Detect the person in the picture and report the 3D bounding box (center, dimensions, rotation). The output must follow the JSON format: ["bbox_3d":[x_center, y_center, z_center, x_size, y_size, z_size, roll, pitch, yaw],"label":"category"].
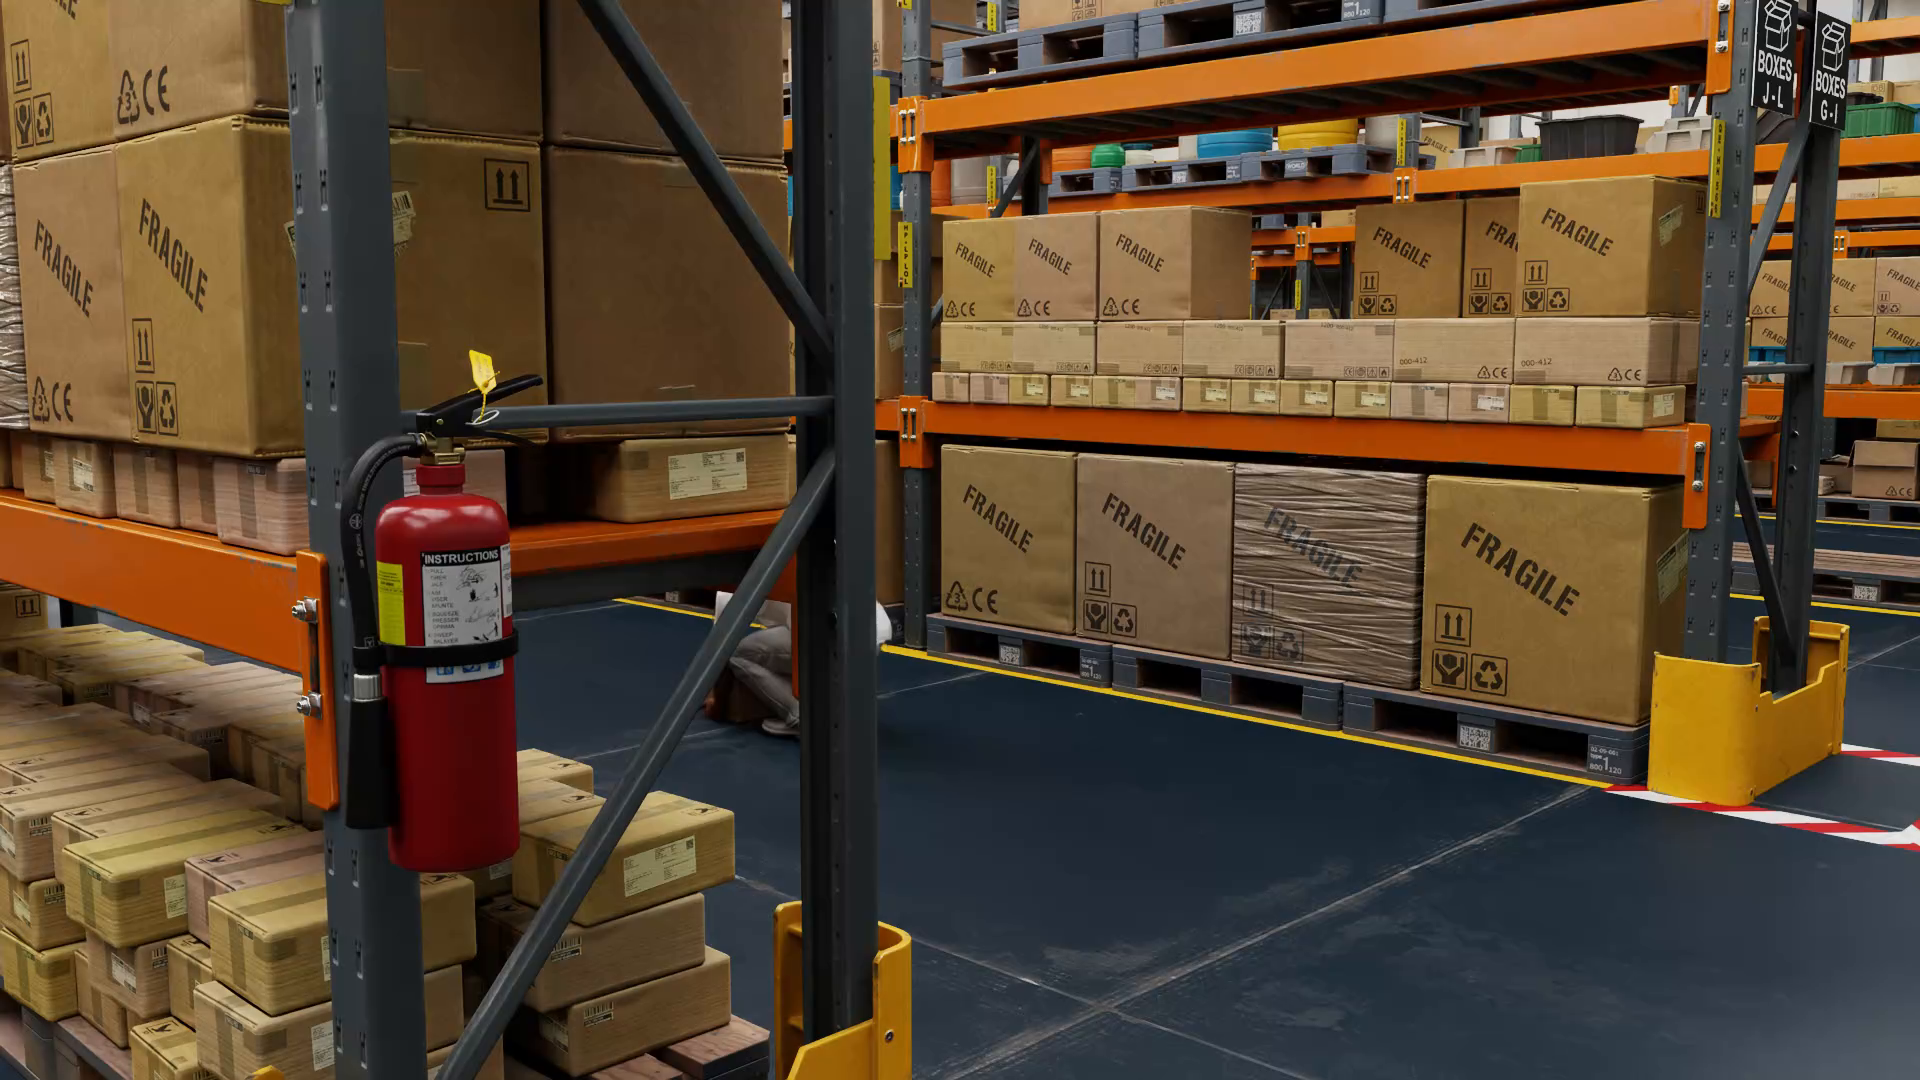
[{"bbox_3d":[-0.734,0.433,6.970,0.926,0.897,0.549,7,10,43],"label":"person"}]
